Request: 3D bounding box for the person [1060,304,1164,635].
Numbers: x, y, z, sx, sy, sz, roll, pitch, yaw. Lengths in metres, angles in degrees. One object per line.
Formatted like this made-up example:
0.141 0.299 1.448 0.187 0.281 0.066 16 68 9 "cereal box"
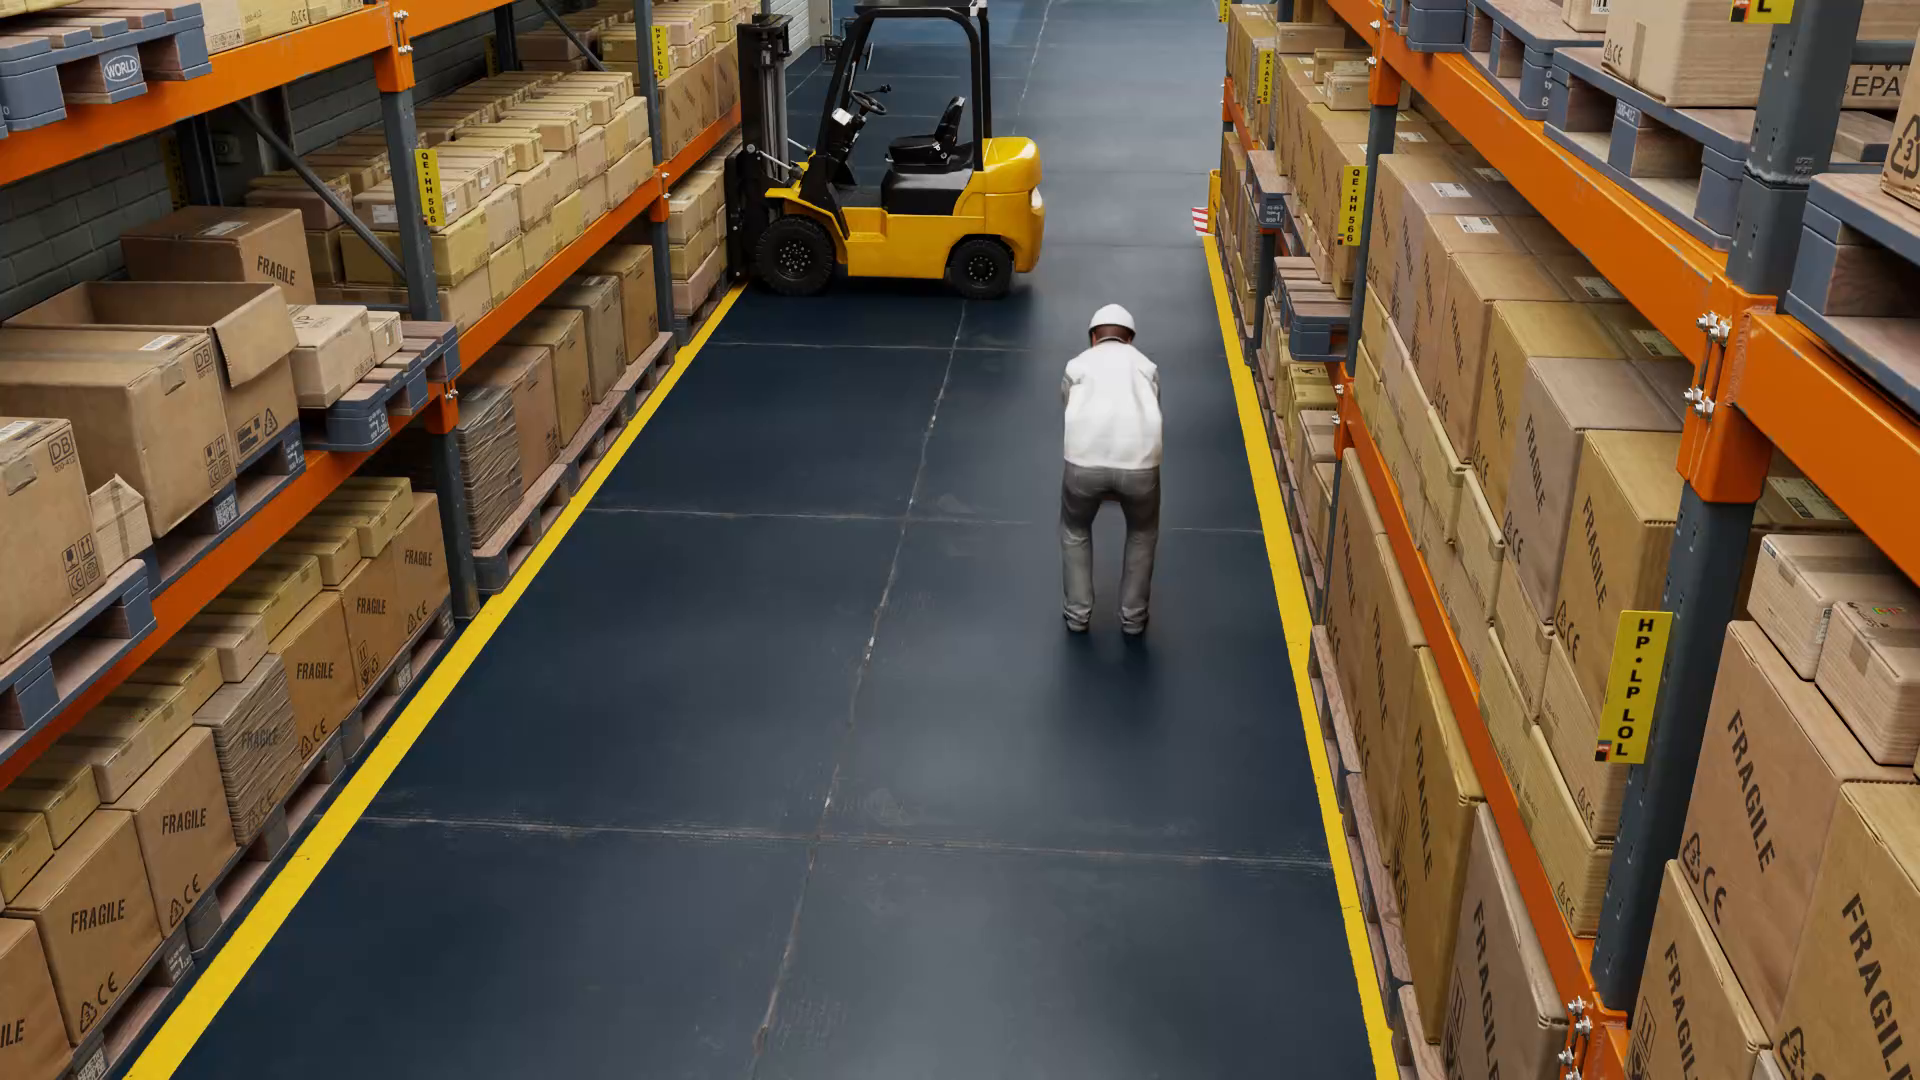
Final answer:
0.697 -0.327 7.771 0.475 1.384 0.920 2 24 4 "person"
